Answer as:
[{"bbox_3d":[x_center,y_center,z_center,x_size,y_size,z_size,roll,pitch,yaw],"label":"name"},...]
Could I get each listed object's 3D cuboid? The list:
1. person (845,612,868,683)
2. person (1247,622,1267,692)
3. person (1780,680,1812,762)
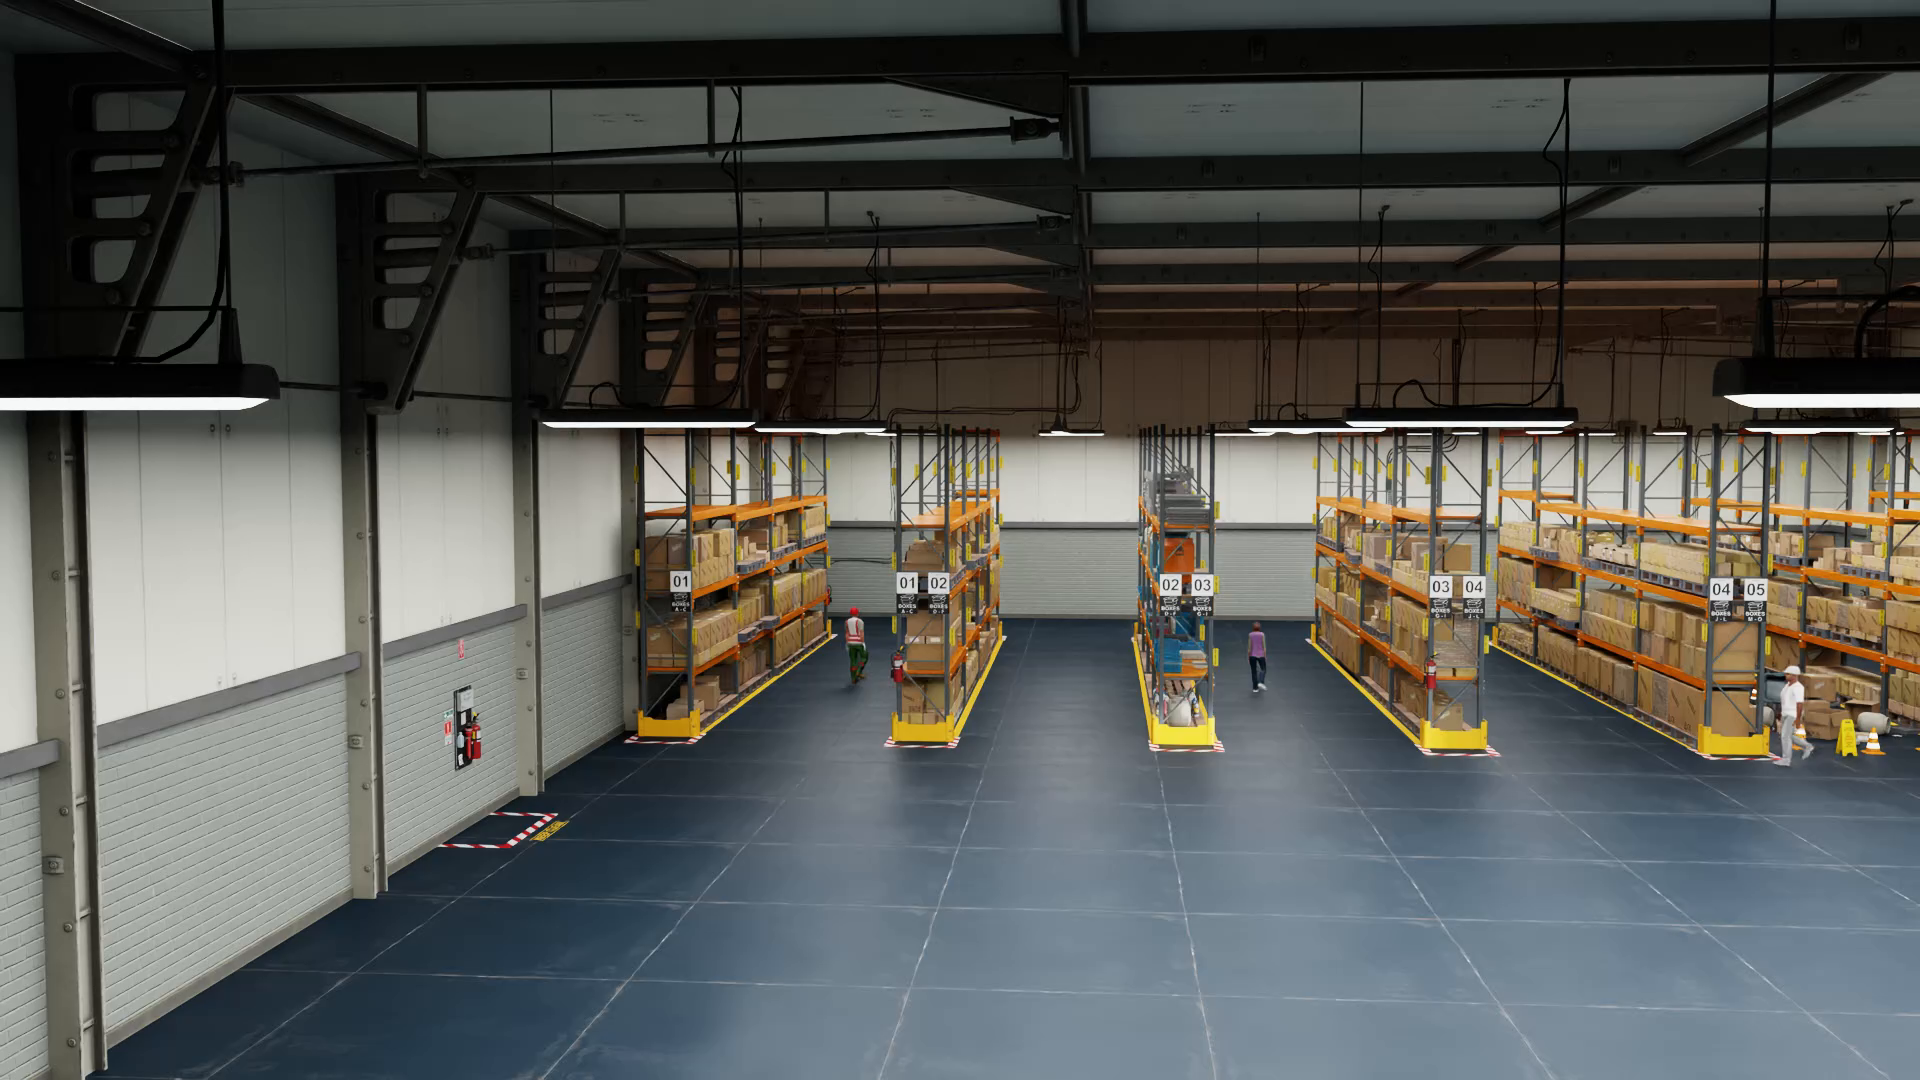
[{"bbox_3d":[-2.459,2.474,39.042,0.571,1.731,0.482,1,4,18],"label":"person"},{"bbox_3d":[6.700,2.646,37.511,0.463,1.596,0.448,1,4,11],"label":"person"},{"bbox_3d":[14.637,3.164,29.055,0.612,1.438,0.564,0,3,2],"label":"person"}]
